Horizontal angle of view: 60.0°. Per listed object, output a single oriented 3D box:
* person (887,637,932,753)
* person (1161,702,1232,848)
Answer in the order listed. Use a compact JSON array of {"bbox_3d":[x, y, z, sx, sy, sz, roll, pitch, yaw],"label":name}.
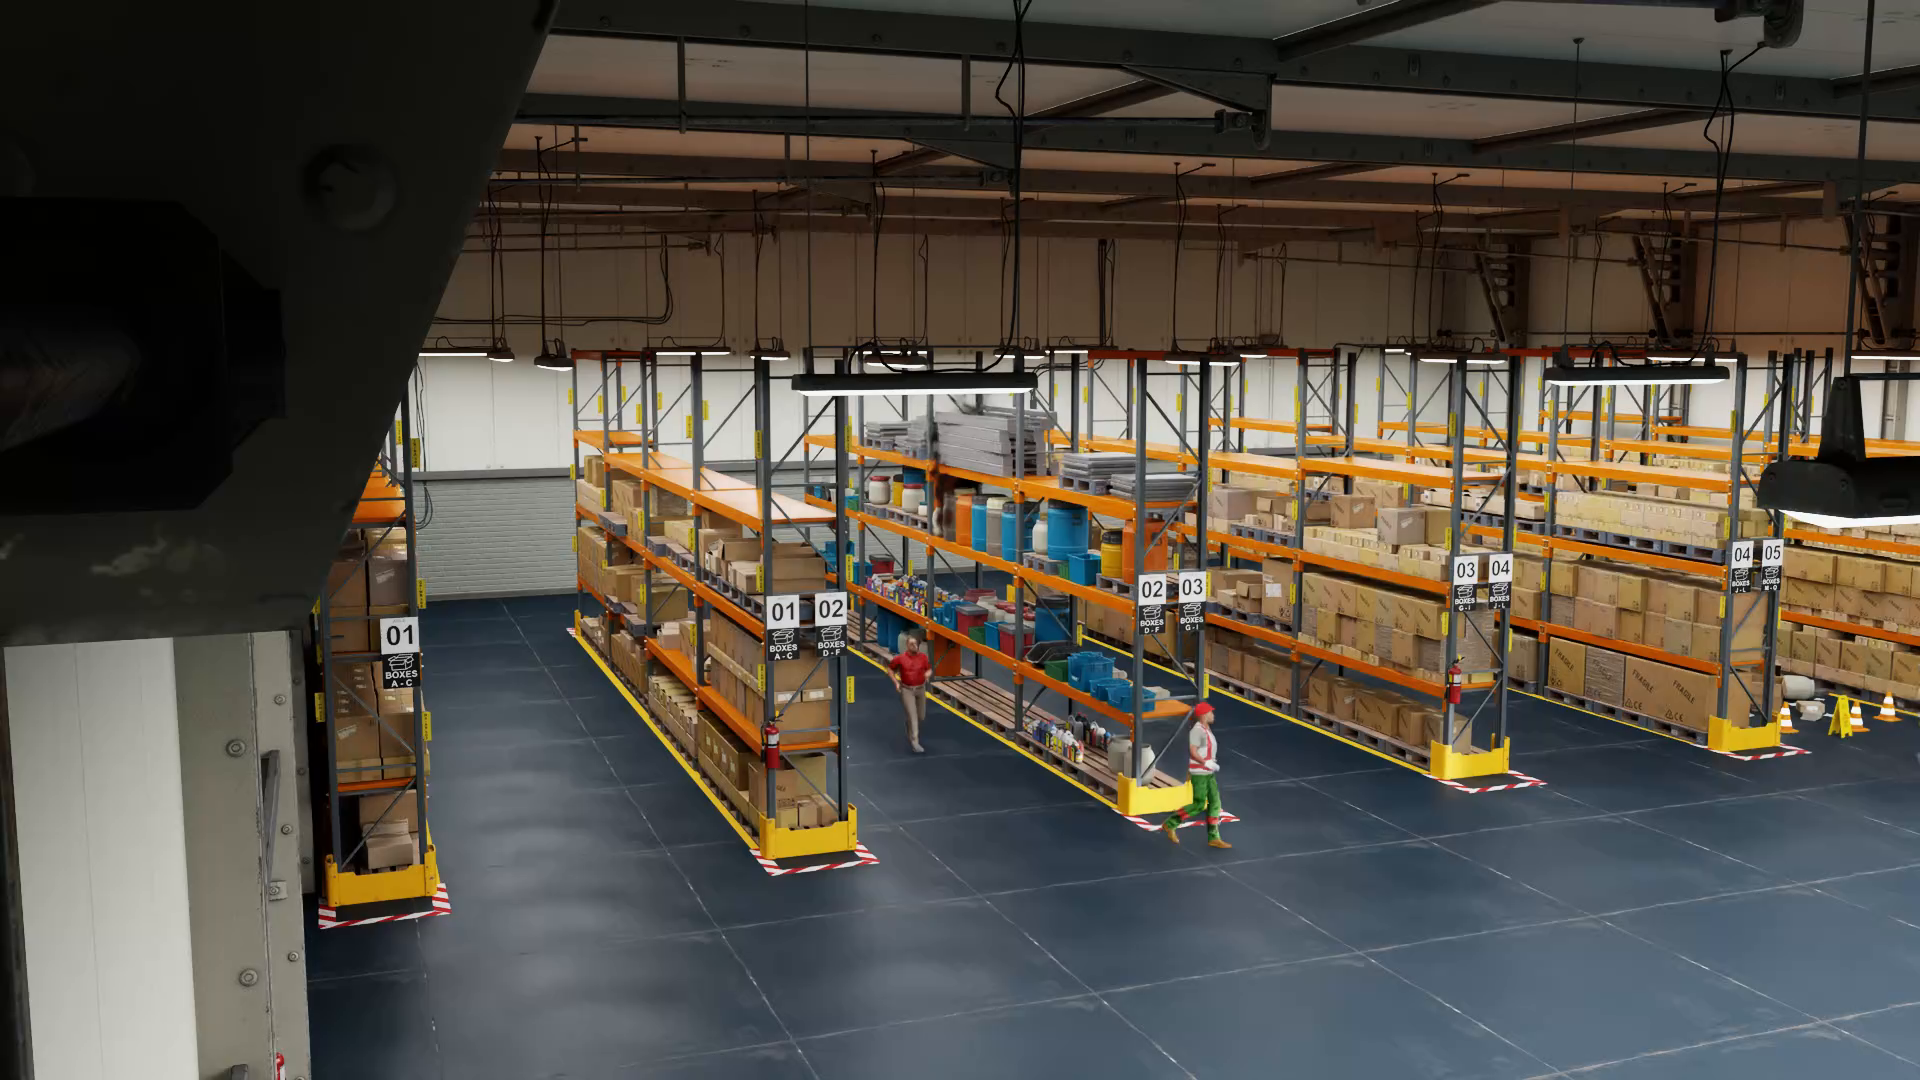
[{"bbox_3d":[-0.719,2.326,25.369,0.673,1.699,0.884,-3,8,-25],"label":"person"},{"bbox_3d":[2.990,2.889,20.666,0.865,1.757,0.723,2,7,17],"label":"person"}]
